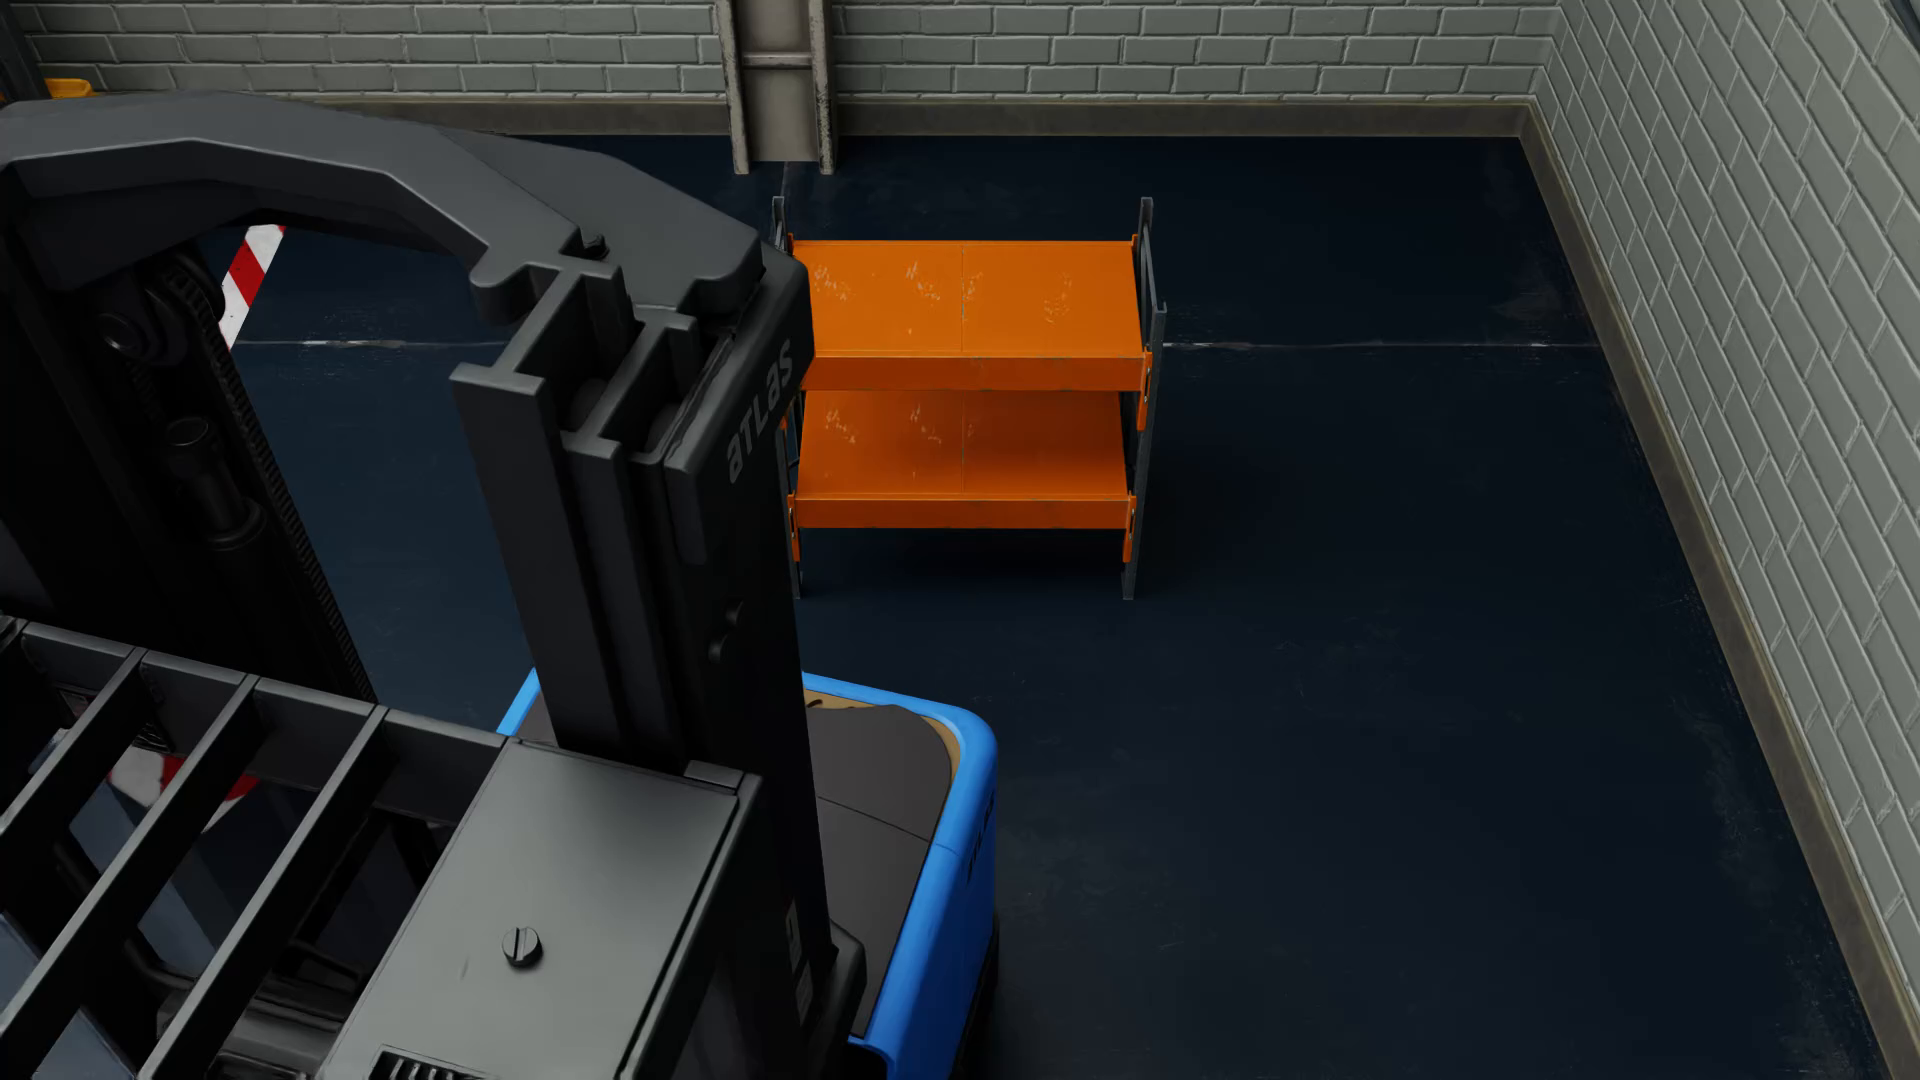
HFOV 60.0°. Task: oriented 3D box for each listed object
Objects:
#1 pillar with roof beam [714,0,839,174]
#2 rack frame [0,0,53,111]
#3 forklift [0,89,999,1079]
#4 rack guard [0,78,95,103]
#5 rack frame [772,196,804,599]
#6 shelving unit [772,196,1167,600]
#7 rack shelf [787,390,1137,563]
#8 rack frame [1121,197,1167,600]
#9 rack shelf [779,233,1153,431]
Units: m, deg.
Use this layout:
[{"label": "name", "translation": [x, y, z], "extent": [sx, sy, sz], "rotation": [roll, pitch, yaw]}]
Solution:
[{"label": "pillar with roof beam", "translation": [-0.711, -1.480, 0.480], "extent": [0.400, 9.000, 9.100], "rotation": [0, 47, 0]}, {"label": "rack frame", "translation": [-3.398, -1.962, 5.027], "extent": [0.127, 3.000, 1.000], "rotation": [0, 47, 0]}, {"label": "forklift", "translation": [-0.796, 1.040, 2.279], "extent": [1.130, 2.935, 3.031], "rotation": [12, 48, 11]}, {"label": "rack guard", "translation": [-3.374, -1.110, 5.941], "extent": [0.348, 0.500, 1.175], "rotation": [0, 47, 0]}, {"label": "rack frame", "translation": [-0.502, -0.385, 4.840], "extent": [0.032, 1.125, 0.500], "rotation": [0, 47, 0]}, {"label": "shelving unit", "translation": [0.007, -0.383, 4.838], "extent": [1.048, 1.125, 0.538], "rotation": [0, 47, 0]}, {"label": "rack shelf", "translation": [0.007, -0.217, 5.017], "extent": [1.000, 0.278, 0.538], "rotation": [0, 47, 0]}, {"label": "rack frame", "translation": [0.515, -0.382, 4.837], "extent": [0.032, 1.125, 0.500], "rotation": [0, 47, 0]}, {"label": "rack shelf", "translation": [0.007, -0.583, 4.624], "extent": [1.000, 0.278, 0.538], "rotation": [0, 47, 0]}]
